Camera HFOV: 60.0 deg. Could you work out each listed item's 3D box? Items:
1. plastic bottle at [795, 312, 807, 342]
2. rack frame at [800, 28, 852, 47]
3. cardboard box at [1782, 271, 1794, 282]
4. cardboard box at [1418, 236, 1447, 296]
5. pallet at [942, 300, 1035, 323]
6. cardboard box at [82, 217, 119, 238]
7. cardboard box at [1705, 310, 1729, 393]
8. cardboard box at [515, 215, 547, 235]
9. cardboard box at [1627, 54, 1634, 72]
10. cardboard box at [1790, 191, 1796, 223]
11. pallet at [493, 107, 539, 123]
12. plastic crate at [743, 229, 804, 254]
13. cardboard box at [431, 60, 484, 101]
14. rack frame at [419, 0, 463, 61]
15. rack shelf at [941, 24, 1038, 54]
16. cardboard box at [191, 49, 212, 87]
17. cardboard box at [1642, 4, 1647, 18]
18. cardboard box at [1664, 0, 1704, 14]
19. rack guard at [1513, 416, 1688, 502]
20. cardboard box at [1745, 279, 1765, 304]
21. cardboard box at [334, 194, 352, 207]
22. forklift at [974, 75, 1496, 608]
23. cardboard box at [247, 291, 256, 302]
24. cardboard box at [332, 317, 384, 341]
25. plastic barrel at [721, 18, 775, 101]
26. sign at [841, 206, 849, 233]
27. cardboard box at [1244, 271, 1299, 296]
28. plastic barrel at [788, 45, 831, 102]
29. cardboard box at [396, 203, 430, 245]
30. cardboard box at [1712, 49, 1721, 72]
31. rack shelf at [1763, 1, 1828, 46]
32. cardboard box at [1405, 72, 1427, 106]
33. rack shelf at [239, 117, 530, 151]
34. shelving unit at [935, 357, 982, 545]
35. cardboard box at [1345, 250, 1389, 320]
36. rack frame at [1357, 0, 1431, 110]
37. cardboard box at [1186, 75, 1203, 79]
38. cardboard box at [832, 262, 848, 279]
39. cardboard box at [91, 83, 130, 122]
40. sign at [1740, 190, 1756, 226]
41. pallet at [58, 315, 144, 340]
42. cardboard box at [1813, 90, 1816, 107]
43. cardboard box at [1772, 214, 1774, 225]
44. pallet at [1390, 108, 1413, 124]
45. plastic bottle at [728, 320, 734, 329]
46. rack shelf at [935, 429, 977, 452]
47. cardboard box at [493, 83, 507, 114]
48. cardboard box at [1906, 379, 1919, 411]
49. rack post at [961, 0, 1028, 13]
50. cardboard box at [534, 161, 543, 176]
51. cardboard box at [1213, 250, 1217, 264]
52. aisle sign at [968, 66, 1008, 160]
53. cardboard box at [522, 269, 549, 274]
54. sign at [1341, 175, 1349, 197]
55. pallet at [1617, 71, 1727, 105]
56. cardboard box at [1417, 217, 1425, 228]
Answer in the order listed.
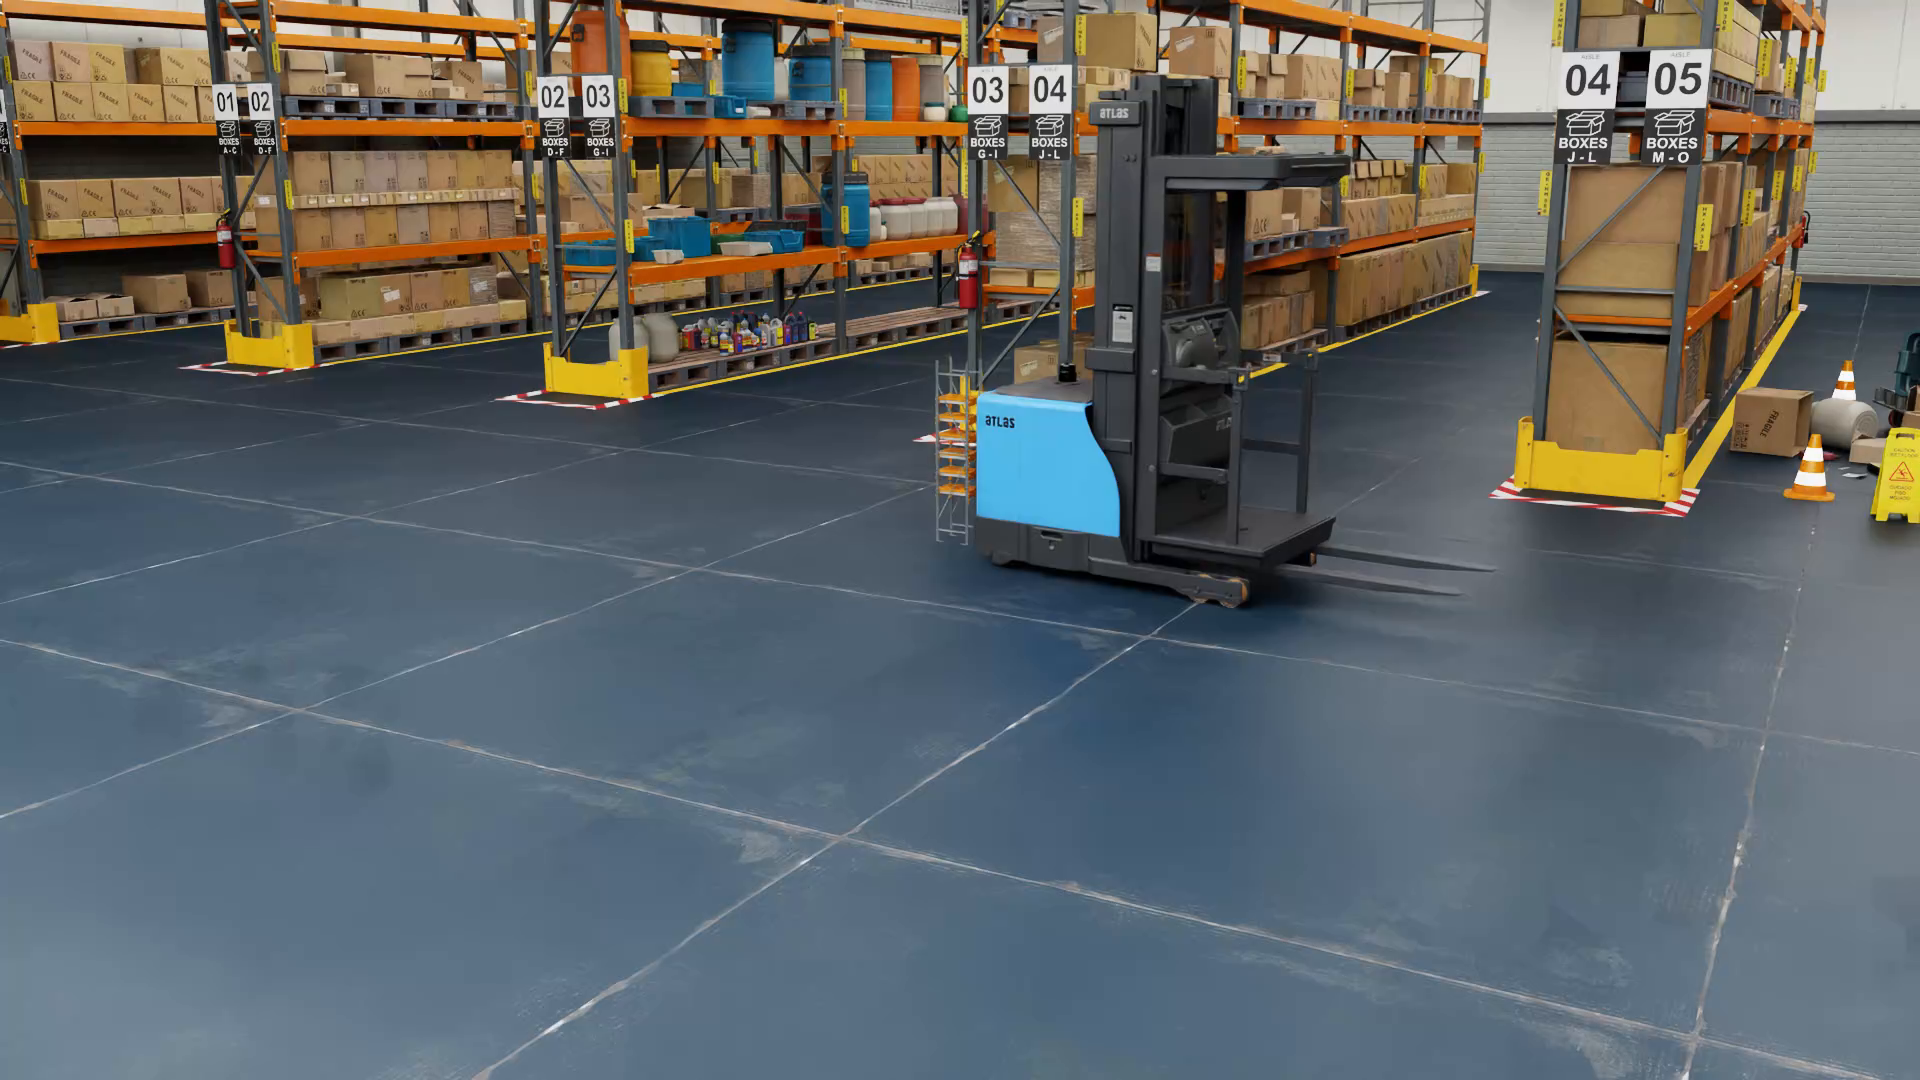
[{"bbox_3d":[-1.926,-2.564,19.982,0.144,0.351,0.185,7,15,27],"label":"plastic bottle"},{"bbox_3d":[-2.334,-8.922,28.842,1.000,3.000,0.127,7,15,28],"label":"rack frame"},{"bbox_3d":[12.343,-3.978,25.052,0.380,0.149,0.250,7,15,27],"label":"cardboard box"},{"bbox_3d":[7.160,-4.365,26.377,0.875,0.875,0.875,7,15,28],"label":"cardboard box"},{"bbox_3d":[0.411,-3.434,24.828,1.003,0.211,1.213,7,15,28],"label":"pallet"},{"bbox_3d":[-11.721,-4.214,22.388,0.500,0.250,0.500,7,15,26],"label":"cardboard box"},{"bbox_3d":[6.983,-1.907,16.447,1.050,0.750,0.750,7,15,28],"label":"cardboard box"},{"bbox_3d":[-6.002,-4.398,23.195,0.500,0.250,0.500,9,16,32],"label":"cardboard box"},{"bbox_3d":[4.938,-3.638,12.750,0.380,0.149,0.250,8,16,29],"label":"cardboard box"},{"bbox_3d":[11.322,-4.669,23.151,0.500,0.500,0.500,7,15,28],"label":"cardboard box"},{"bbox_3d":[-5.787,-5.912,23.165,0.805,0.209,1.217,7,15,26],"label":"pallet"},{"bbox_3d":[-2.165,-3.472,19.354,0.499,0.251,0.616,7,15,28],"label":"plastic crate"},{"bbox_3d":[-6.676,-6.070,22.004,0.500,0.500,0.500,9,16,33],"label":"cardboard box"},{"bbox_3d":[-8.606,-8.662,27.763,1.000,3.000,0.127,7,15,28],"label":"rack frame"},{"bbox_3d":[1.033,-7.406,24.940,1.077,0.370,4.000,7,15,28],"label":"rack shelf"},{"bbox_3d":[-10.802,-6.680,23.552,0.500,0.500,0.500,8,16,31],"label":"cardboard box"},{"bbox_3d":[5.185,-4.130,13.090,0.380,0.149,0.250,7,15,28],"label":"cardboard box"},{"bbox_3d":[5.268,-3.847,11.916,0.380,0.149,0.250,8,15,29],"label":"cardboard box"},{"bbox_3d":[4.816,-0.618,12.530,1.175,0.500,0.348,7,15,28],"label":"rack guard"},{"bbox_3d":[9.241,-2.947,19.695,0.500,0.250,0.500,7,15,26],"label":"cardboard box"},{"bbox_3d":[-7.510,-4.069,19.916,0.380,0.149,0.250,7,15,28],"label":"cardboard box"},{"bbox_3d":[1.593,-1.180,9.674,3.031,2.935,1.130,9,16,33],"label":"forklift"},{"bbox_3d":[-10.772,-3.648,24.873,0.380,0.166,0.250,5,15,21],"label":"cardboard box"},{"bbox_3d":[-7.443,-2.599,20.385,0.500,0.250,0.500,7,15,28],"label":"cardboard box"},{"bbox_3d":[-2.442,-5.517,19.150,0.600,0.901,0.708,7,15,28],"label":"plastic barrel"},{"bbox_3d":[-1.391,-3.873,20.106,0.100,0.325,0.005,7,15,28],"label":"sign"},{"bbox_3d":[3.857,-3.175,20.596,0.500,0.250,0.500,9,16,34],"label":"cardboard box"},{"bbox_3d":[-1.811,-5.633,20.531,0.600,0.901,0.708,7,15,28],"label":"plastic barrel"},{"bbox_3d":[-7.152,-4.005,21.032,0.700,0.500,0.500,8,16,30],"label":"cardboard box"},{"bbox_3d":[5.274,-3.461,12.016,0.380,0.149,0.250,8,15,28],"label":"cardboard box"},{"bbox_3d":[11.596,-7.276,23.553,1.077,0.370,4.000,7,15,28],"label":"rack shelf"},{"bbox_3d":[6.662,-6.810,25.157,0.700,0.500,0.500,6,15,25],"label":"cardboard box"},{"bbox_3d":[-7.168,-5.063,20.768,1.077,0.370,4.000,7,15,28],"label":"rack shelf"},{"bbox_3d":[-0.007,-0.580,10.881,0.258,1.200,0.189,7,15,28],"label":"shelving unit"},{"bbox_3d":[5.192,-3.555,23.015,1.225,0.875,0.875,7,15,28],"label":"cardboard box"},{"bbox_3d":[6.336,-7.799,24.184,1.000,3.000,0.127,7,15,28],"label":"rack frame"},{"bbox_3d":[2.199,-4.556,16.600,0.380,0.149,0.250,7,15,26],"label":"cardboard box"},{"bbox_3d":[-2.322,-4.871,29.232,0.500,0.500,0.500,7,15,28],"label":"cardboard box"},{"bbox_3d":[-11.555,-5.874,22.344,0.500,0.500,0.500,8,16,31],"label":"cardboard box"},{"bbox_3d":[7.248,-3.056,15.291,0.100,0.325,0.005,7,15,28],"label":"sign"},{"bbox_3d":[-12.013,-2.927,22.724,1.003,0.211,1.213,7,15,28],"label":"pallet"},{"bbox_3d":[12.563,-6.626,24.970,0.500,0.250,0.500,7,15,26],"label":"cardboard box"},{"bbox_3d":[10.242,-4.123,21.373,0.380,0.149,0.250,7,15,25],"label":"cardboard box"},{"bbox_3d":[5.936,-6.054,23.754,0.805,0.209,1.217,7,15,26],"label":"pallet"},{"bbox_3d":[-2.750,-2.498,19.879,0.097,0.271,0.097,0,14,0],"label":"plastic bottle"},{"bbox_3d":[-0.007,-0.654,10.863,0.258,0.103,0.180,7,15,28],"label":"rack shelf"},{"bbox_3d":[-8.212,-7.687,28.967,0.700,0.500,0.500,6,15,25],"label":"cardboard box"},{"bbox_3d":[8.288,-0.990,13.778,0.797,0.637,0.503,7,15,28],"label":"cardboard box"},{"bbox_3d":[0.381,-7.656,23.752,0.954,0.300,0.937,7,15,28],"label":"rack post"},{"bbox_3d":[-7.663,-6.591,29.480,0.500,0.250,0.500,7,15,28],"label":"cardboard box"},{"bbox_3d":[2.493,-2.992,17.579,0.380,0.149,0.250,7,15,28],"label":"cardboard box"},{"bbox_3d":[0.242,-3.706,14.458,0.394,0.787,0.004,7,15,28],"label":"aisle sign"},{"bbox_3d":[-6.011,-3.728,23.870,0.500,0.311,0.500,8,16,30],"label":"cardboard box"},{"bbox_3d":[4.882,-4.527,21.109,0.100,0.325,0.005,7,15,28],"label":"sign"},{"bbox_3d":[5.177,-3.407,12.553,1.003,0.211,1.213,7,15,28],"label":"pallet"},{"bbox_3d":[6.770,-4.784,25.012,0.380,0.149,0.250,7,15,28],"label":"cardboard box"}]
